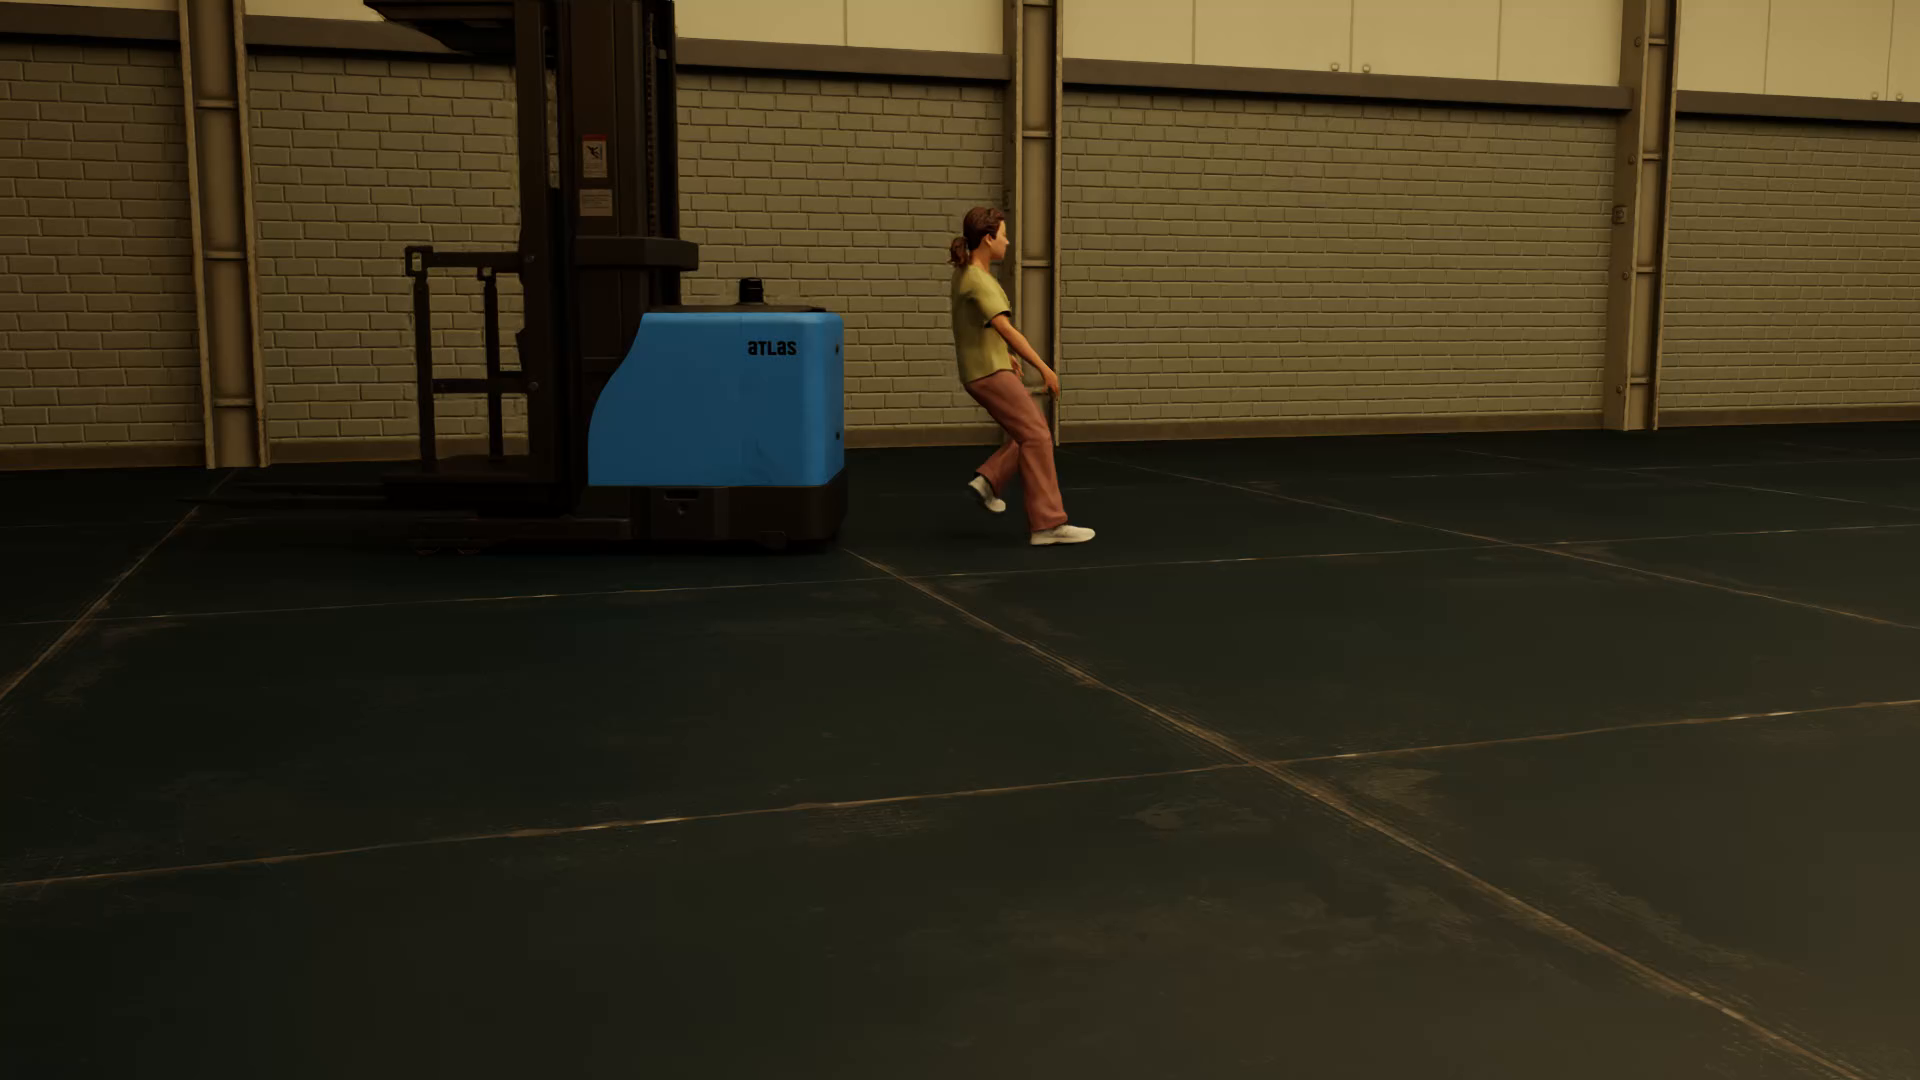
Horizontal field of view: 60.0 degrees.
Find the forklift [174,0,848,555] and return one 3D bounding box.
[{"bbox_3d":[-2.089,-1.456,7.752,3.031,2.935,1.130,0,8,2],"label":"forklift"}]

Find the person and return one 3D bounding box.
[{"bbox_3d":[0.267,-0.789,7.912,0.671,1.565,0.671,-1,8,-7],"label":"person"}]
